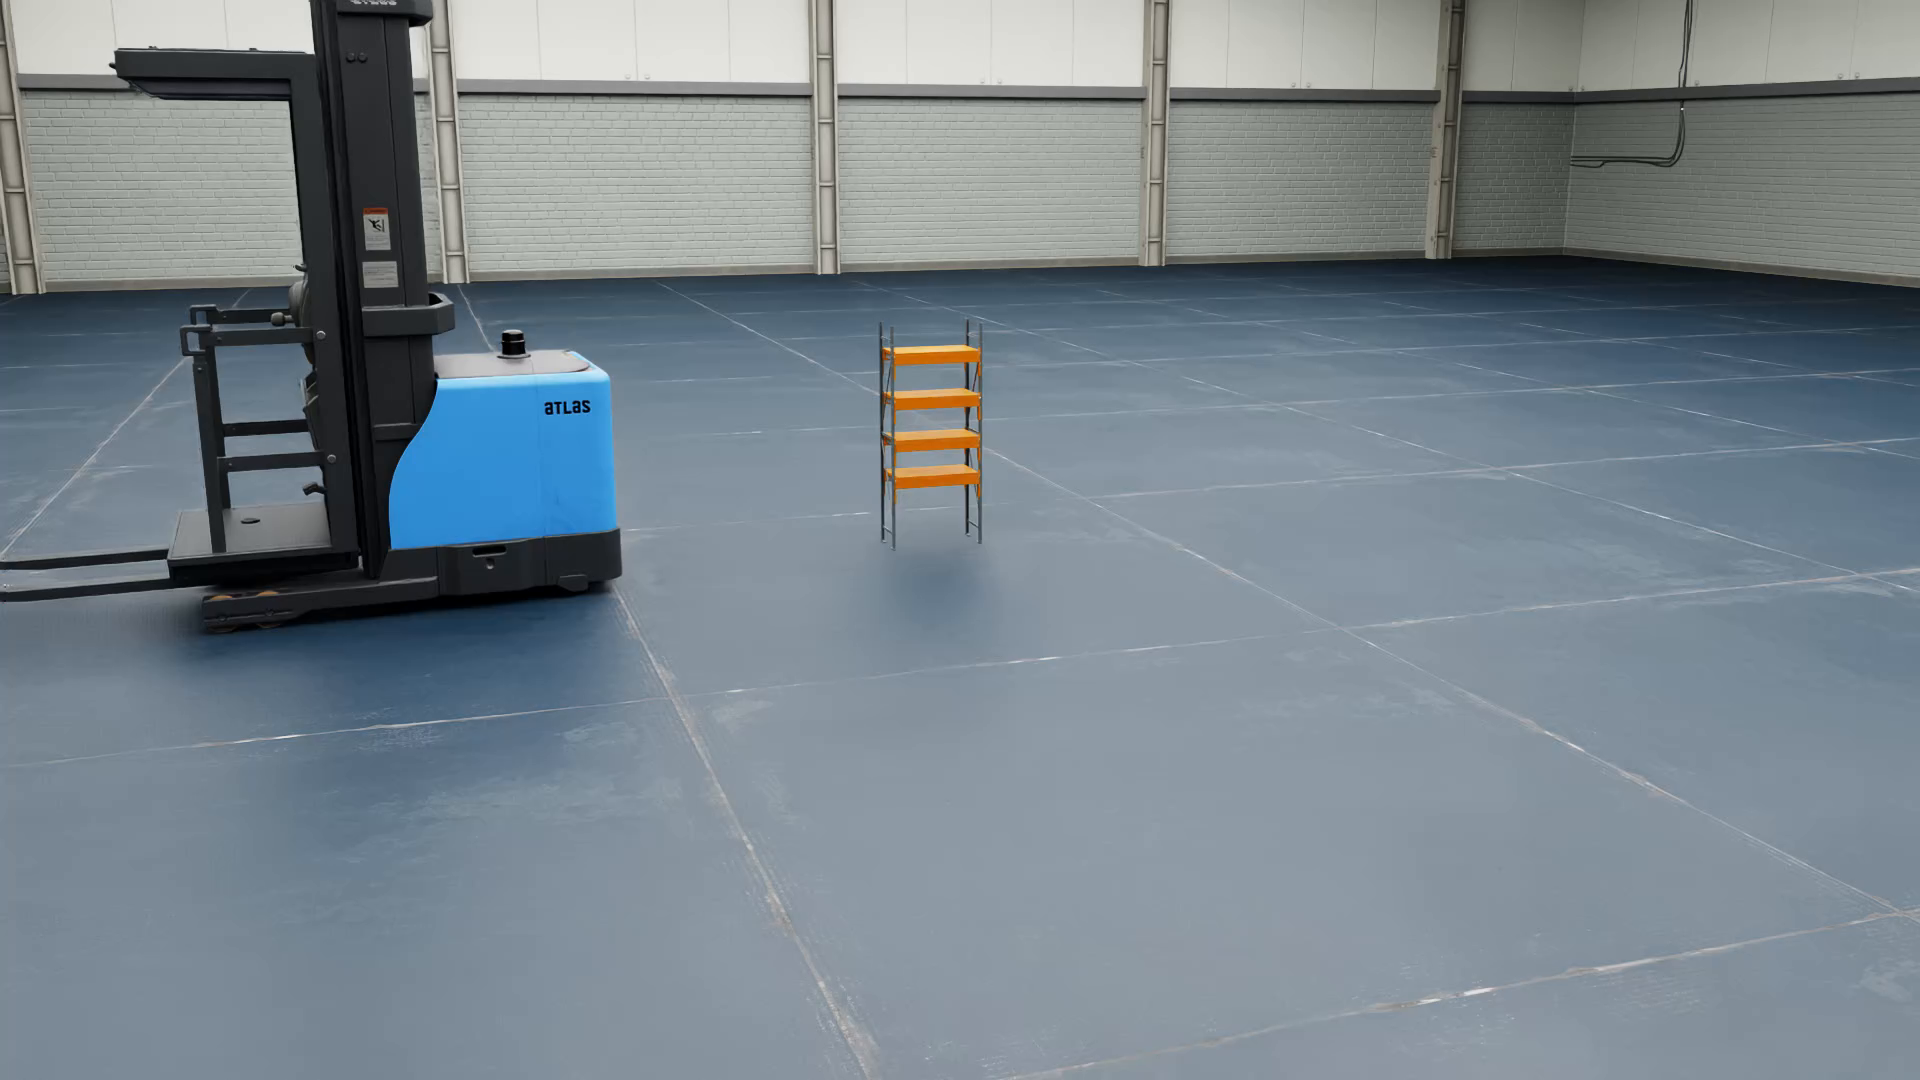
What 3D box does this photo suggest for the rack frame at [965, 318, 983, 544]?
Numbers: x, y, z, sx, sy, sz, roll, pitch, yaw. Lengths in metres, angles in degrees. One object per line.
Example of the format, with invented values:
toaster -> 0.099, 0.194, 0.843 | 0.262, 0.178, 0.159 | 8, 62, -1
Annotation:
rack frame -> 0.074, -0.590, 9.028 | 0.015, 1.200, 0.240 | -4, 14, -18

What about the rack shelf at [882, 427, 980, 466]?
rack shelf -> -0.157, -0.506, 8.968 | 0.480, 0.148, 0.258 | -4, 14, -18

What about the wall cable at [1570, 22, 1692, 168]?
wall cable -> 12.343, -8.179, 30.792 | 0.112, 2.526, 3.097 | -4, 14, -18

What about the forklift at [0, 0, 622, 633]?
forklift -> -3.218, -1.151, 7.647 | 3.031, 2.935, 1.130 | -5, 14, -21

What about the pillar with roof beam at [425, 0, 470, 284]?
pillar with roof beam -> -6.558, -7.490, 21.183 | 0.400, 9.000, 9.100 | -4, 14, -18

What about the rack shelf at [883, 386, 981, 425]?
rack shelf -> -0.157, -0.724, 8.916 | 0.480, 0.148, 0.258 | -4, 14, -18

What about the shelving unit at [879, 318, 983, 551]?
shelving unit -> -0.157, -0.572, 8.953 | 0.503, 1.200, 0.258 | -4, 14, -18

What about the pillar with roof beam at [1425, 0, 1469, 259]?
pillar with roof beam -> 10.502, -8.818, 26.768 | 0.400, 9.000, 9.100 | -4, 14, -18

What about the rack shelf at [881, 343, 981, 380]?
rack shelf -> -0.157, -0.954, 8.862 | 0.480, 0.148, 0.258 | -4, 14, -18

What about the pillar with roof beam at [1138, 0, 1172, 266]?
pillar with roof beam -> 4.815, -8.375, 24.907 | 0.400, 9.000, 9.100 | -4, 14, -18

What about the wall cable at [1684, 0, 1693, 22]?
wall cable -> 13.206, -10.043, 27.713 | 0.112, 2.526, 3.097 | -4, 14, -18

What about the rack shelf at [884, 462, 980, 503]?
rack shelf -> -0.157, -0.313, 9.014 | 0.480, 0.148, 0.258 | -4, 14, -18

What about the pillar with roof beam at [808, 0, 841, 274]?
pillar with roof beam -> -0.871, -7.932, 23.045 | 0.400, 9.000, 9.100 | -4, 14, -18

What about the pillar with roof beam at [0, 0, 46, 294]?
pillar with roof beam -> -12.245, -7.047, 19.322 | 0.400, 9.000, 9.100 | -4, 14, -18

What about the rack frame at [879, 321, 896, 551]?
rack frame -> -0.388, -0.553, 8.877 | 0.015, 1.200, 0.240 | -4, 14, -18
